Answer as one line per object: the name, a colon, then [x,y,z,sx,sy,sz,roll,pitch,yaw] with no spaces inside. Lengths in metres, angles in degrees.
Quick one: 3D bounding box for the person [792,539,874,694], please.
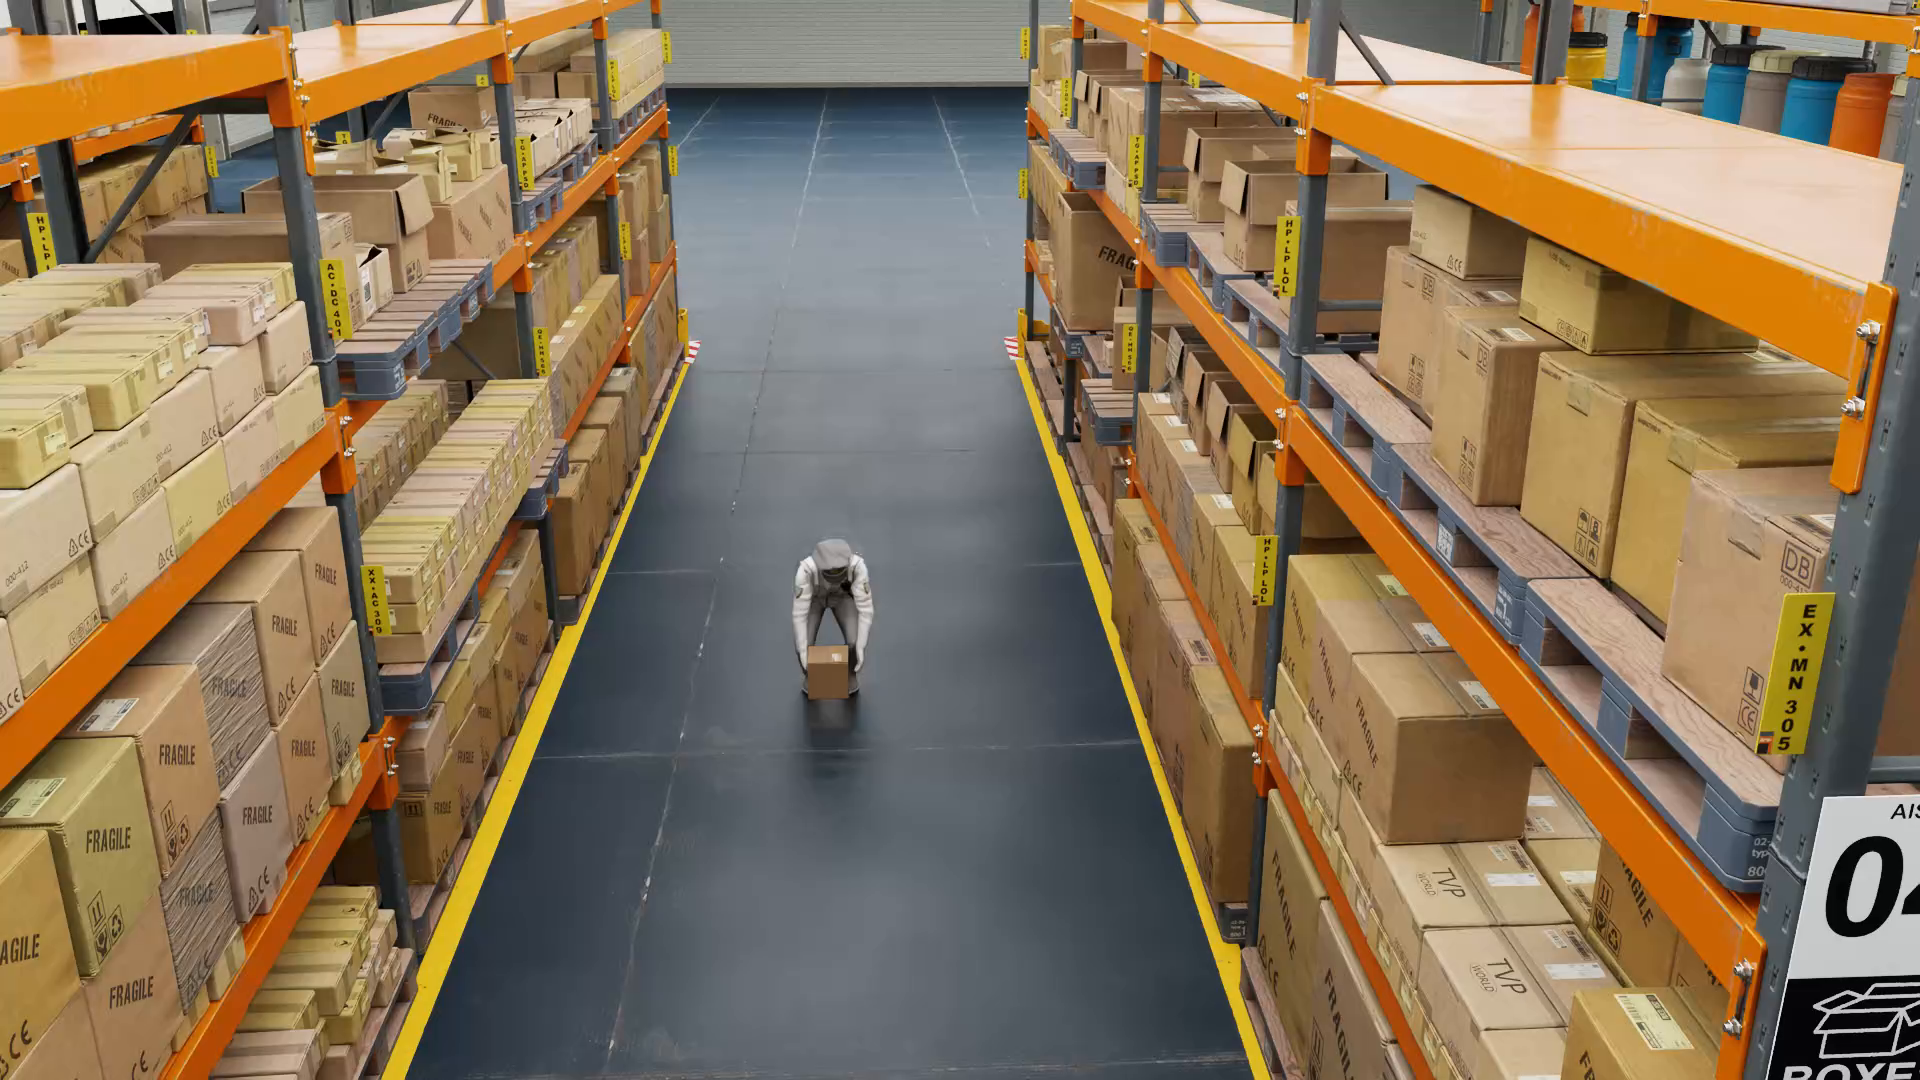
person: [-0.807,0.462,10.601,0.516,1.139,0.803,-1,21,-3]
